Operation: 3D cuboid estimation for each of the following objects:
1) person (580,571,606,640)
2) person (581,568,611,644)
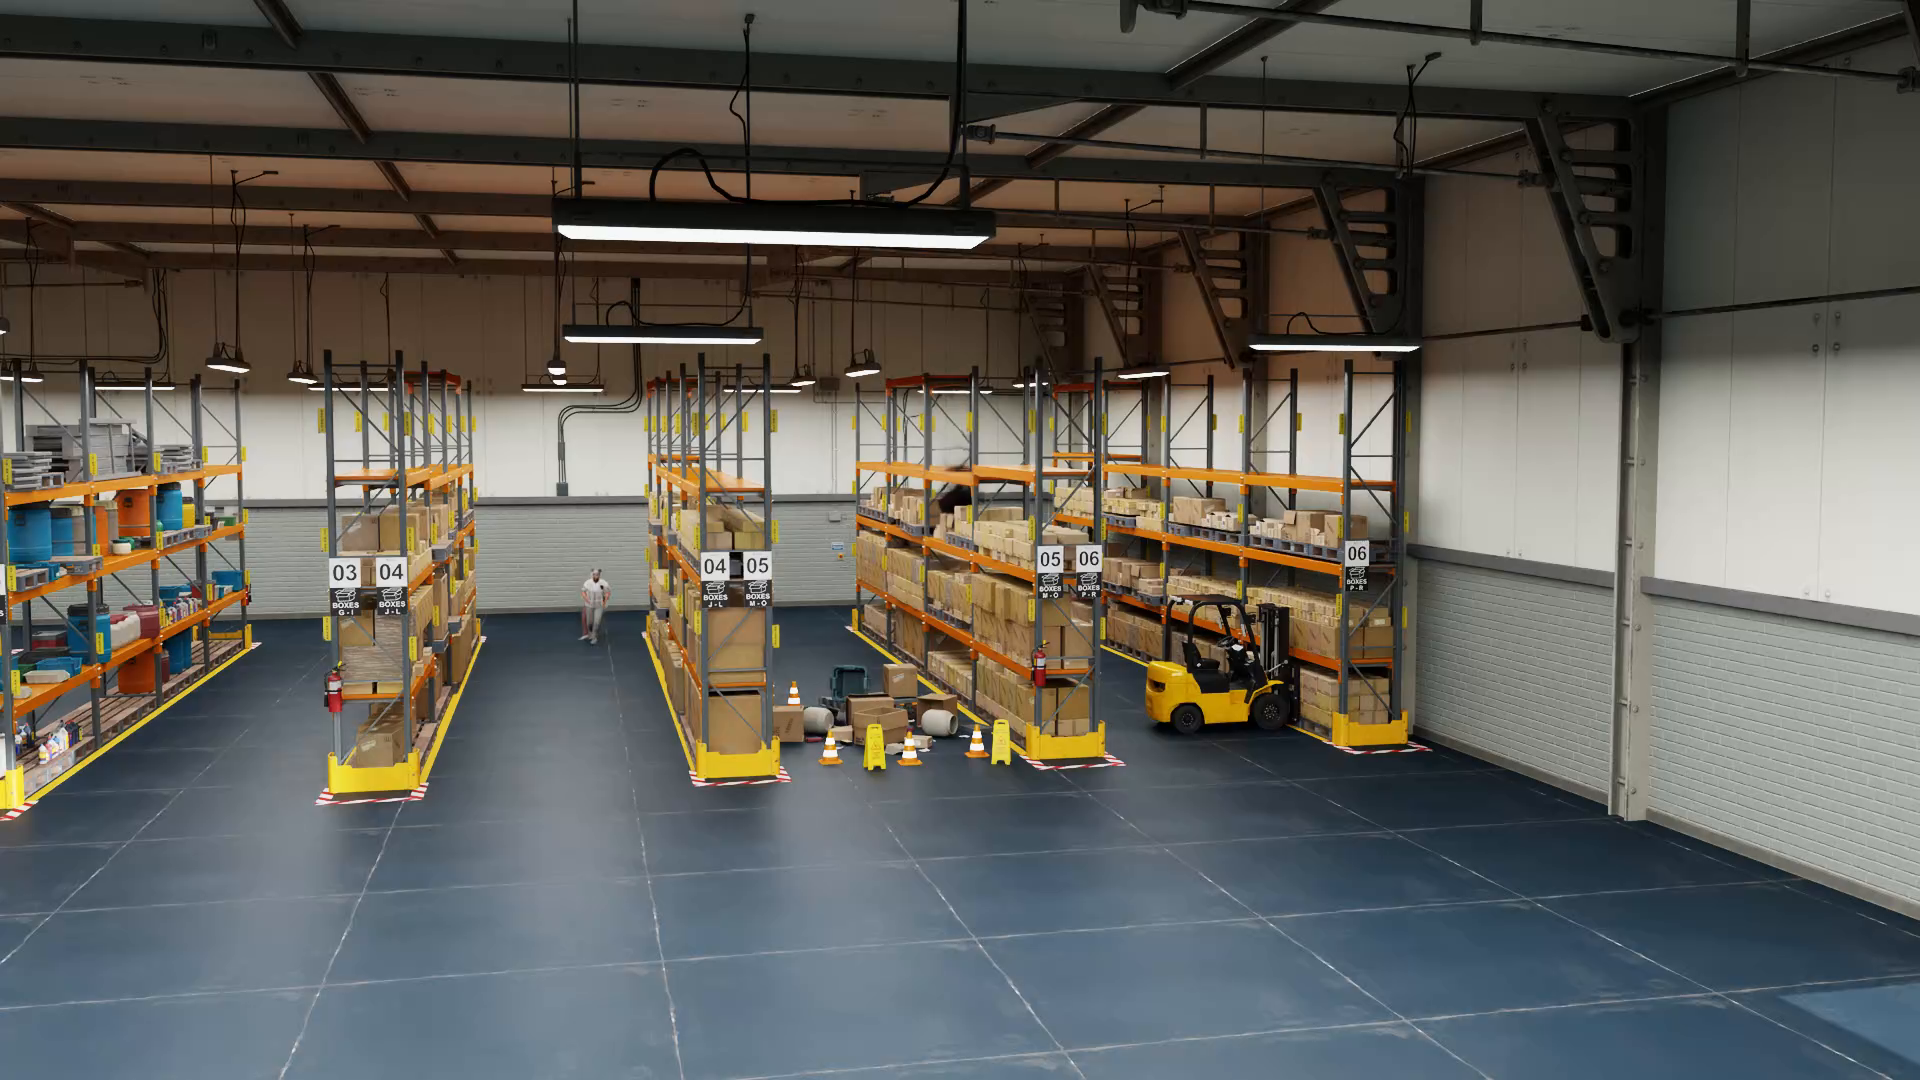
[{"bbox_3d":[-8.565,1.497,38.971,0.618,1.643,0.771,1,4,20],"label":"person"},{"bbox_3d":[-8.366,1.491,38.230,0.655,1.729,0.678,-1,4,-18],"label":"person"}]
